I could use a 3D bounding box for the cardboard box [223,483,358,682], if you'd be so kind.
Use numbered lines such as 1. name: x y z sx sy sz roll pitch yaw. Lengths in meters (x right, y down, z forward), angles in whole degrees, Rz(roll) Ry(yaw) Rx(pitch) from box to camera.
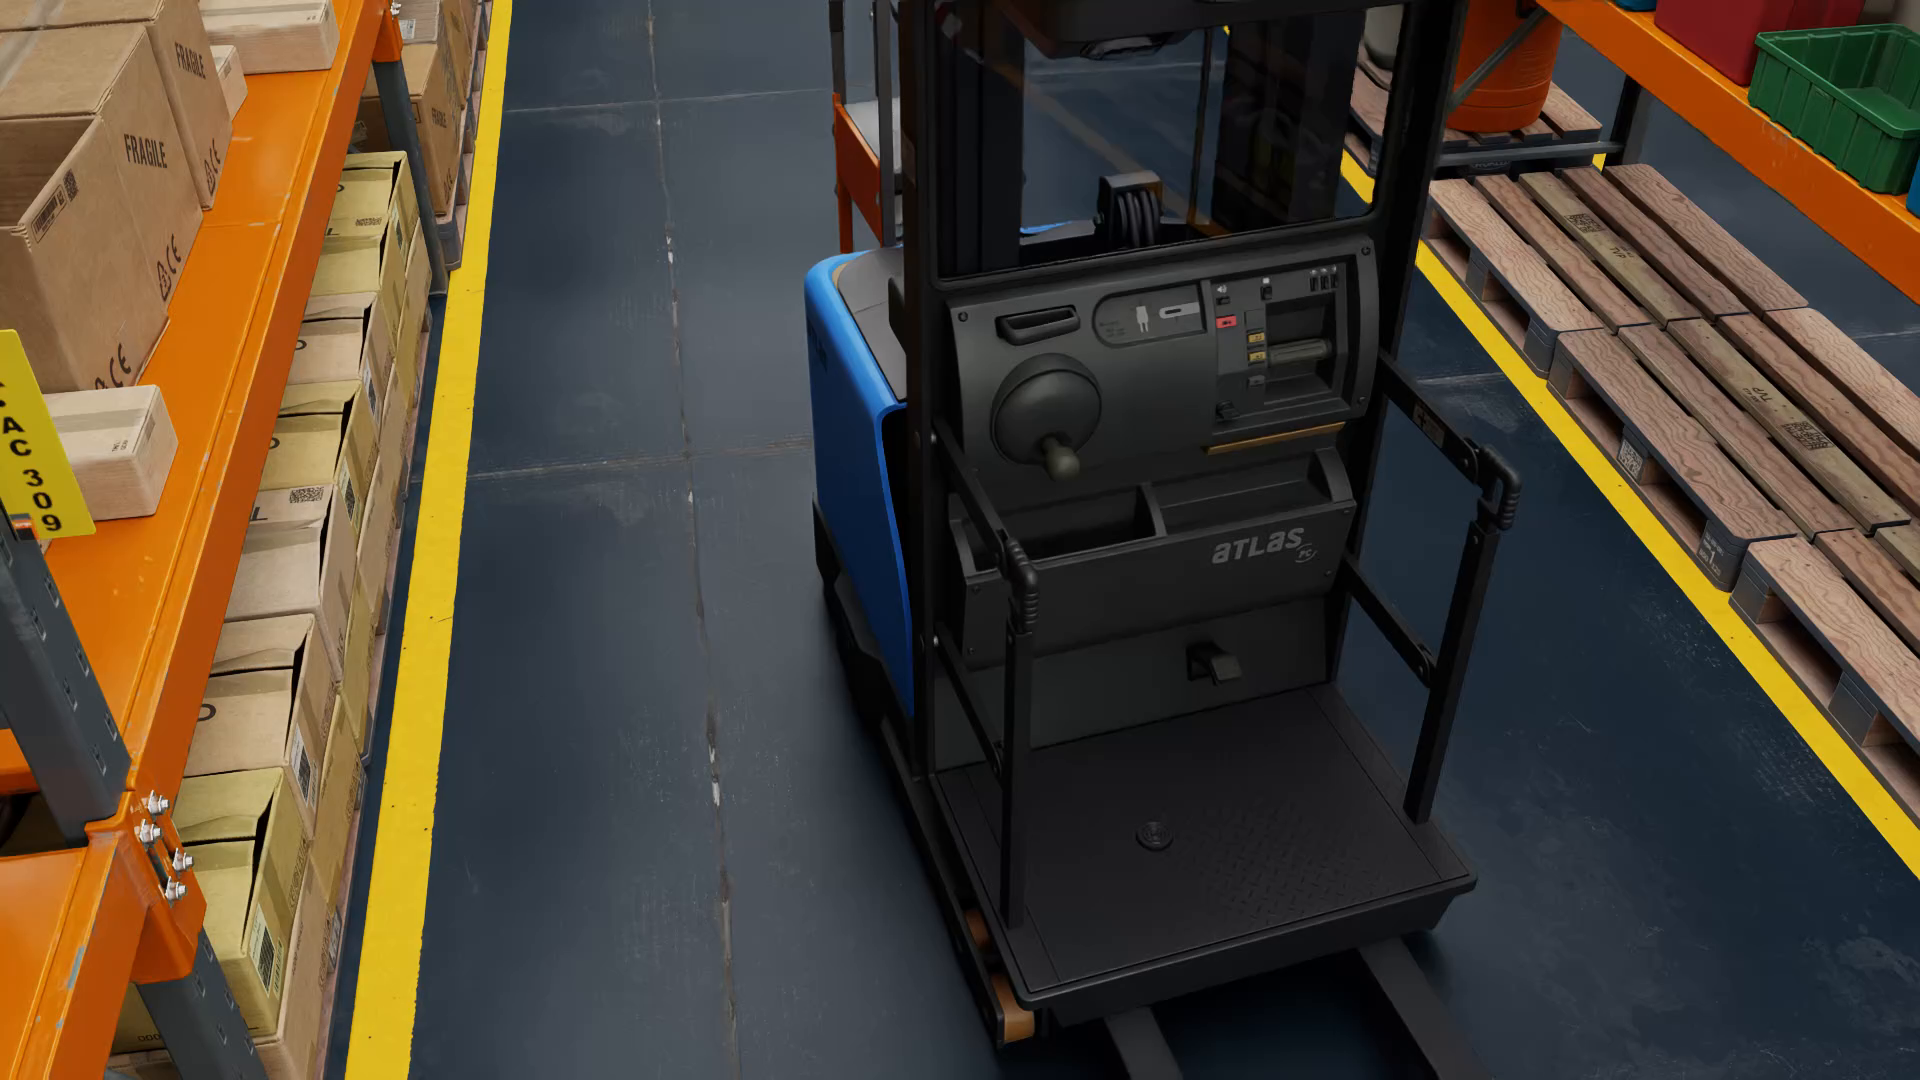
1. cardboard box: -1.798 0.107 4.109 0.500 0.311 0.500 -7 38 -9

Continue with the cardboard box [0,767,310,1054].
1. cardboard box: -1.623 0.723 3.317 0.500 0.311 0.500 -6 38 -8

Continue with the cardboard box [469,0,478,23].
1. cardboard box: -2.664 -2.848 8.150 0.500 0.500 0.500 -6 38 -7

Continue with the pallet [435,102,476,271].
1. pallet: -2.591 -1.469 6.969 1.003 0.211 1.213 -6 38 -8

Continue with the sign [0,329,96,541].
1. sign: -1.250 -0.133 2.206 0.100 0.325 0.005 -6 38 -8

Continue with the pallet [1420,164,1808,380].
1. pallet: 2.477 -1.073 6.459 1.003 0.211 1.213 -6 38 -8

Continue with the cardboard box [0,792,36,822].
1. cardboard box: -2.247 0.472 3.640 0.500 0.311 0.500 -5 38 -7

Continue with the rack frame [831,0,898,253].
1. rack frame: -0.174 -1.138 5.004 0.400 2.100 0.015 -11 39 -14

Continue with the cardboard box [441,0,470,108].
1. cardboard box: -2.476 -2.227 7.350 0.500 0.500 0.500 -7 38 -9

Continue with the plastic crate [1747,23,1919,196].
1. plastic crate: 2.498 -1.168 4.481 0.450 0.188 0.662 -6 38 -8

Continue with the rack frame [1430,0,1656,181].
1. rack frame: 2.380 -2.646 6.211 1.000 3.000 0.127 -6 38 -8

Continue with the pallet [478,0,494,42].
1. pallet: -3.019 -2.943 8.866 1.003 0.211 1.213 -6 38 -8

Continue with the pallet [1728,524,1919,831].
1. pallet: 2.905 0.401 4.562 1.003 0.211 1.213 -6 38 -8

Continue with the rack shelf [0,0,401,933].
1. rack shelf: -2.147 -0.623 4.194 1.077 0.370 4.000 -6 38 -8

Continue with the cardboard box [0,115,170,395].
1. cardboard box: -2.007 -0.523 3.396 0.500 0.500 0.500 -4 38 -5

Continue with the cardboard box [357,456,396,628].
1. cardboard box: -1.893 0.021 4.676 0.500 0.250 0.500 -6 38 -7

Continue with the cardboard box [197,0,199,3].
1. cardboard box: -2.531 -1.519 4.833 0.500 0.311 0.500 -7 38 -8

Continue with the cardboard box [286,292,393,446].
1. cardboard box: -1.980 -0.509 4.902 0.500 0.311 0.500 -6 38 -8

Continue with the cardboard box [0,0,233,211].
1. cardboard box: -2.187 -1.143 4.195 0.500 0.500 0.500 -8 39 -10

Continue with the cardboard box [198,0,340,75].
1. cardboard box: -2.068 -1.503 4.944 0.380 0.149 0.250 -6 38 -8

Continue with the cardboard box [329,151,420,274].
1. cardboard box: -2.163 -1.127 5.698 0.500 0.311 0.500 -5 38 -7

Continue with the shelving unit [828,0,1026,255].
1. shelving unit: -0.098 -0.996 4.821 0.431 2.100 0.503 -11 39 -14

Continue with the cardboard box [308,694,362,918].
1. cardboard box: -1.711 0.641 3.878 0.500 0.250 0.500 -5 38 -7

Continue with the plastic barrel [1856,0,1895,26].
1. plastic barrel: 2.844 -1.837 5.079 0.421 0.512 0.421 0 38 0

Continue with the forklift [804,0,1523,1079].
1. forklift: 0.500 -0.298 3.245 1.130 2.935 3.031 -11 39 -14

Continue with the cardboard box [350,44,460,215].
1. cardboard box: -2.296 -1.608 6.553 0.500 0.500 0.500 -5 38 -6

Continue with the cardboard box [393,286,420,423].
1. cardboard box: -2.071 -0.593 5.467 0.500 0.250 0.500 -7 38 -8

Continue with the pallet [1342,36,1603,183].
1. pallet: 2.201 -2.016 7.674 1.003 0.211 1.213 -6 38 -8

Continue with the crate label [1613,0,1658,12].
1. crate label: 2.288 -2.031 5.390 0.502 0.435 0.616 -6 38 -8

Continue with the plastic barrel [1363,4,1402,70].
1. plastic barrel: 2.090 -2.454 7.650 0.421 0.512 0.421 0 38 0

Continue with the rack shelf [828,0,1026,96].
1. rack shelf: -0.098 -1.538 4.399 0.431 0.518 0.480 -11 39 -14

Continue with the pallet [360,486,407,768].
1. pallet: -2.181 0.222 4.792 1.003 0.211 1.213 -6 38 -8
